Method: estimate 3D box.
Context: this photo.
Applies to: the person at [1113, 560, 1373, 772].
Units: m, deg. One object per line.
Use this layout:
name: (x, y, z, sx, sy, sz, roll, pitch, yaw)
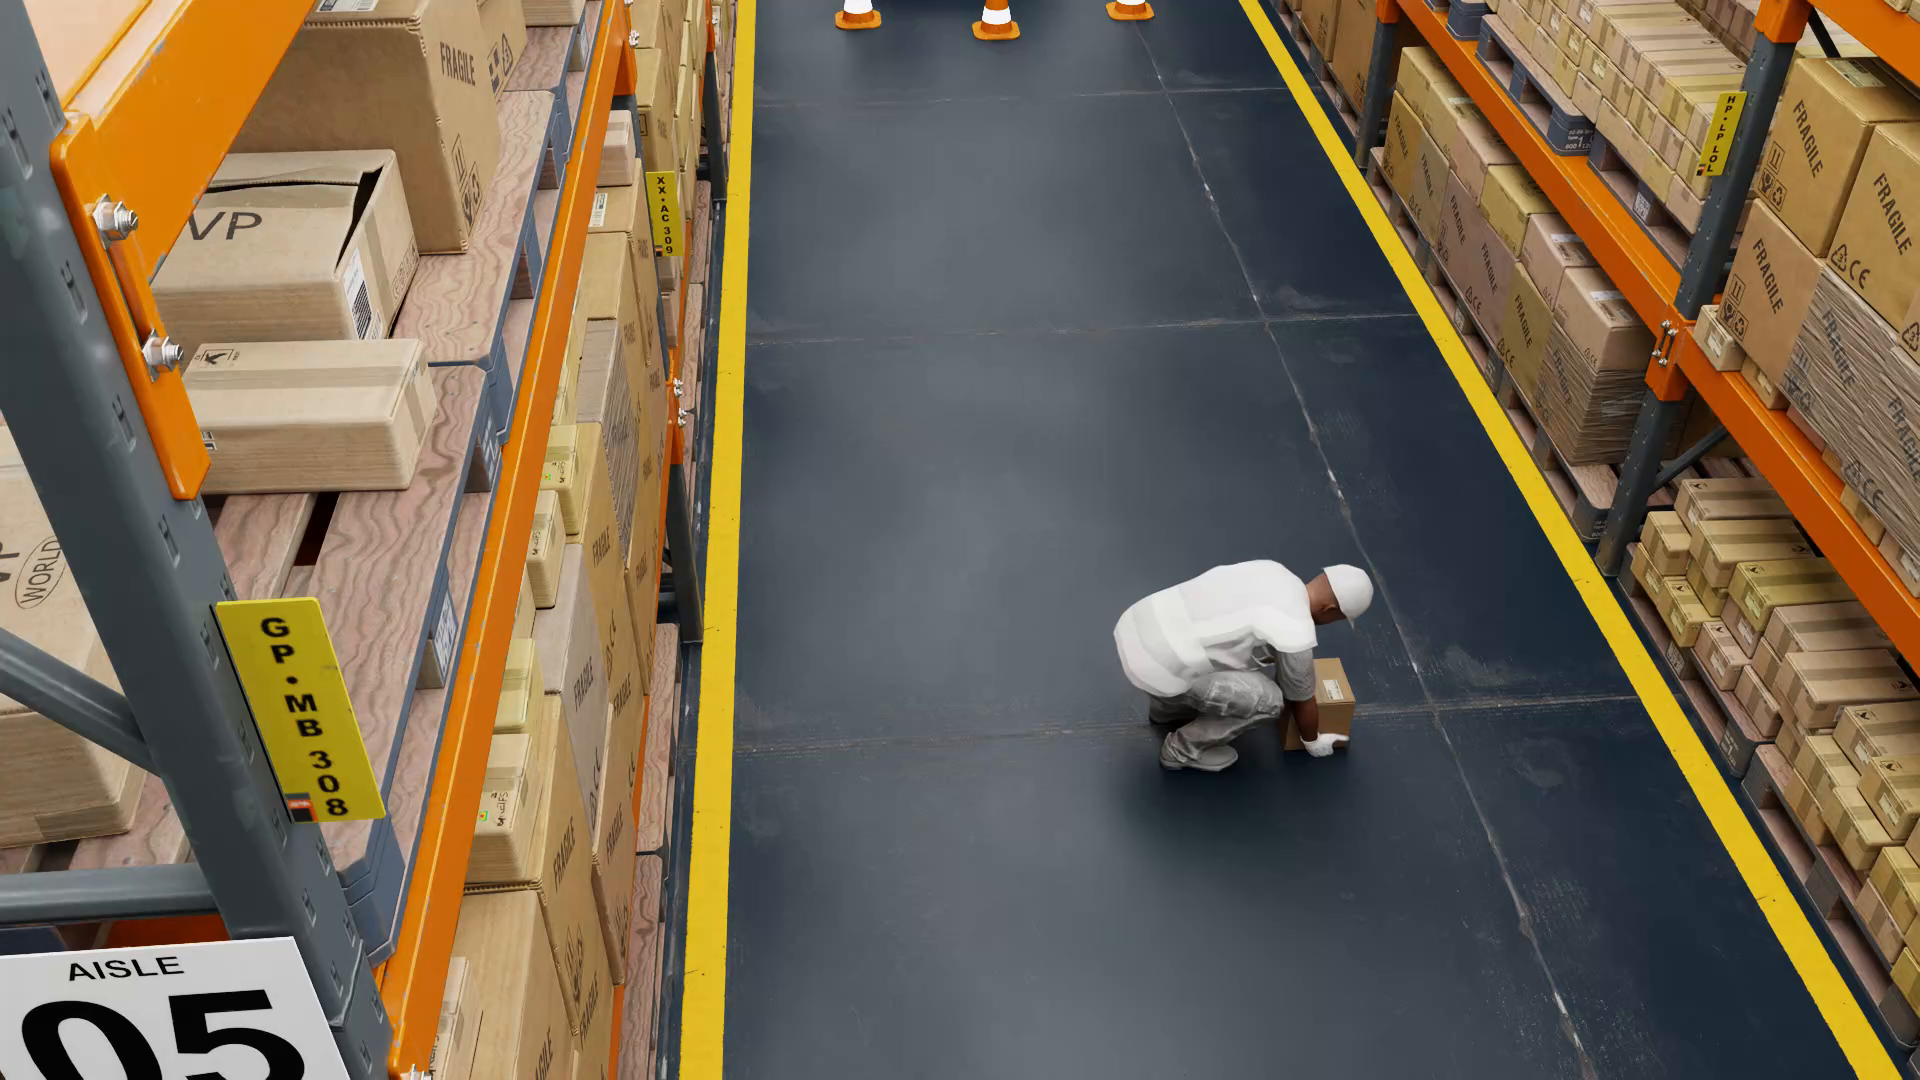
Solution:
person: (1.072, 0.460, 6.385, 0.971, 0.809, 0.560, -4, 39, -5)
